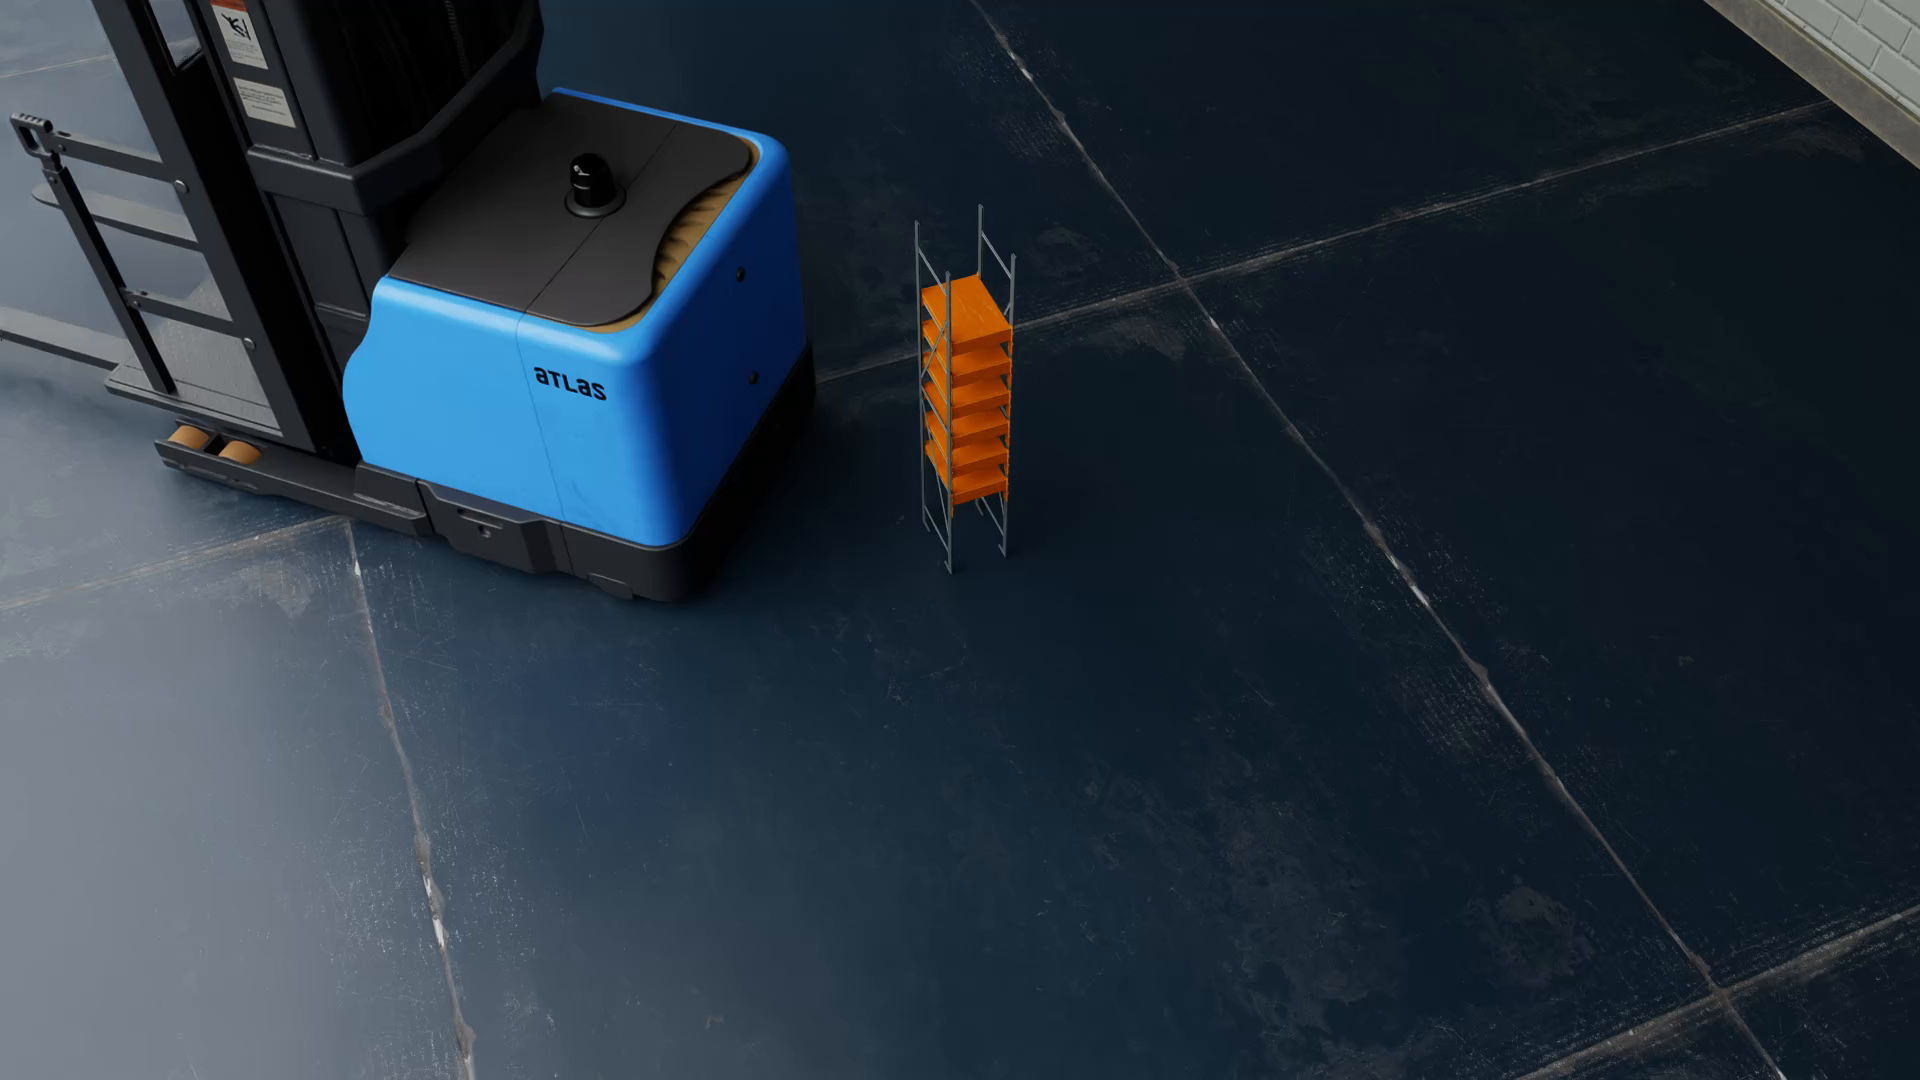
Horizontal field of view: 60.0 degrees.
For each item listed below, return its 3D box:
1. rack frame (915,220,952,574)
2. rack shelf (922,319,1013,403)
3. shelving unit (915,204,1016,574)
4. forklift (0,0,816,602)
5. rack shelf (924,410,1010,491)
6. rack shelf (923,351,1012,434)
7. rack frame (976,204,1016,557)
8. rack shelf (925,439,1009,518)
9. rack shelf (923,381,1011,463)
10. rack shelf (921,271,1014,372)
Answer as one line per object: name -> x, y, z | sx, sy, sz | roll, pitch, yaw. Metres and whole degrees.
rack frame -> -0.071, -0.369, 4.776 | 0.006, 1.200, 0.240 | -17, 52, -14
rack shelf -> 0.013, -0.522, 4.650 | 0.180, 0.103, 0.258 | -17, 52, -14
shelving unit -> 0.013, -0.395, 4.798 | 0.189, 1.200, 0.258 | -17, 52, -14
forklift -> -2.054, -1.472, 4.582 | 3.031, 2.935, 1.130 | 16, 51, 13
rack shelf -> 0.013, -0.288, 4.923 | 0.180, 0.103, 0.258 | -17, 52, -14
rack shelf -> 0.013, -0.444, 4.741 | 0.180, 0.103, 0.258 | -17, 52, -14
rack frame -> 0.098, -0.421, 4.821 | 0.006, 1.200, 0.240 | -17, 52, -14
rack shelf -> 0.013, -0.210, 5.014 | 0.180, 0.103, 0.258 | -17, 52, -14
rack shelf -> 0.013, -0.366, 4.832 | 0.180, 0.103, 0.258 | -17, 52, -14
rack shelf -> 0.013, -0.601, 4.559 | 0.180, 0.103, 0.258 | -17, 52, -14
